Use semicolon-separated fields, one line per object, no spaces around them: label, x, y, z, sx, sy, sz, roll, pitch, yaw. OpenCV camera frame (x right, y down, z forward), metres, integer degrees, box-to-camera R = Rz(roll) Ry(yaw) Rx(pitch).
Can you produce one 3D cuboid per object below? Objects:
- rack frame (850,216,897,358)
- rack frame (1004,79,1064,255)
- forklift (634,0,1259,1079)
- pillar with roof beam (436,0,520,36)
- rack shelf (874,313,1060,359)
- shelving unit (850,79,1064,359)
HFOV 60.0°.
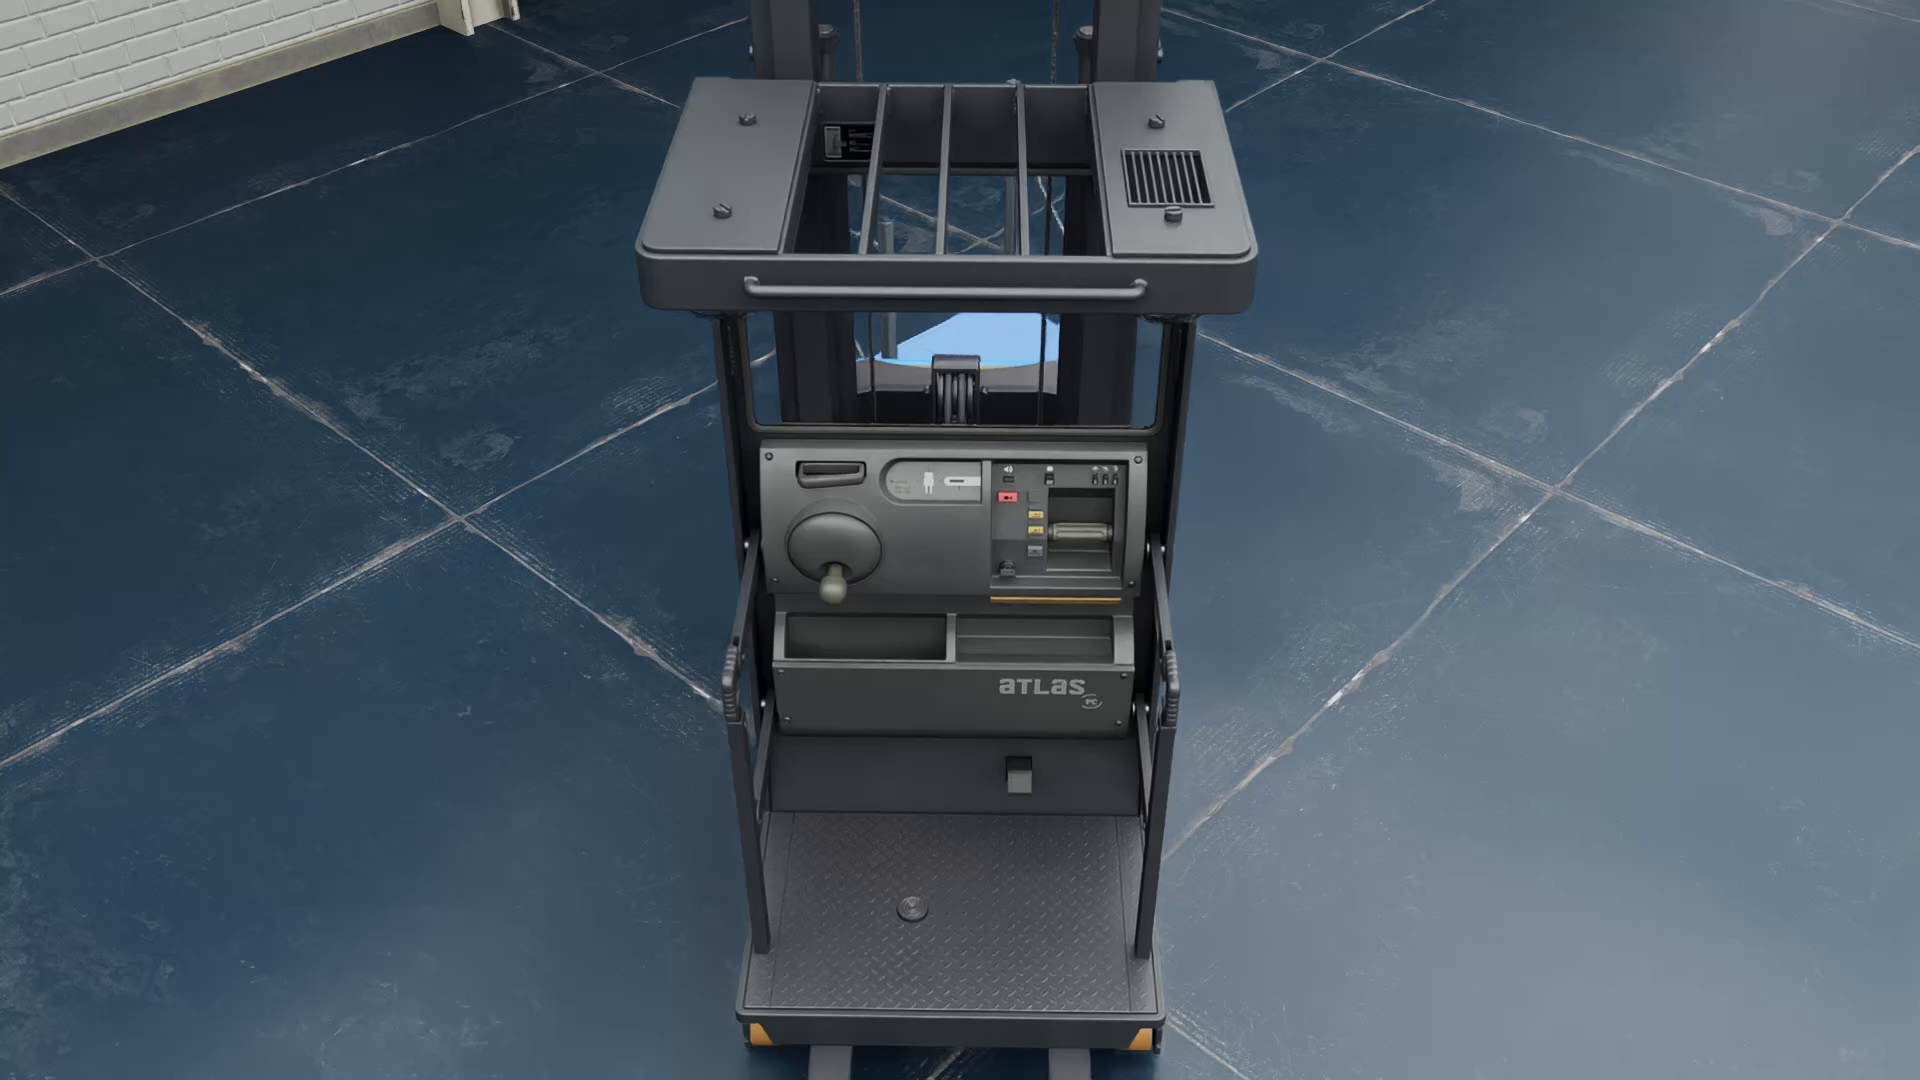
rack frame;-0.385;-0.492;5.664;0.032;1.500;0.500;-31;48;-33
rack frame;0.350;-0.929;6.214;0.032;1.500;0.500;-31;48;-33
forklift;-0.018;0.034;3.853;1.130;2.935;3.031;1;38;1
pillar with roof beam;0.204;-4.931;5.221;9.100;9.000;0.400;30;47;32
rack shelf;-0.017;-0.570;6.051;1.000;0.185;0.538;-31;48;-33
shelving unit;-0.017;-0.711;5.939;1.048;1.500;0.538;-31;48;-33
